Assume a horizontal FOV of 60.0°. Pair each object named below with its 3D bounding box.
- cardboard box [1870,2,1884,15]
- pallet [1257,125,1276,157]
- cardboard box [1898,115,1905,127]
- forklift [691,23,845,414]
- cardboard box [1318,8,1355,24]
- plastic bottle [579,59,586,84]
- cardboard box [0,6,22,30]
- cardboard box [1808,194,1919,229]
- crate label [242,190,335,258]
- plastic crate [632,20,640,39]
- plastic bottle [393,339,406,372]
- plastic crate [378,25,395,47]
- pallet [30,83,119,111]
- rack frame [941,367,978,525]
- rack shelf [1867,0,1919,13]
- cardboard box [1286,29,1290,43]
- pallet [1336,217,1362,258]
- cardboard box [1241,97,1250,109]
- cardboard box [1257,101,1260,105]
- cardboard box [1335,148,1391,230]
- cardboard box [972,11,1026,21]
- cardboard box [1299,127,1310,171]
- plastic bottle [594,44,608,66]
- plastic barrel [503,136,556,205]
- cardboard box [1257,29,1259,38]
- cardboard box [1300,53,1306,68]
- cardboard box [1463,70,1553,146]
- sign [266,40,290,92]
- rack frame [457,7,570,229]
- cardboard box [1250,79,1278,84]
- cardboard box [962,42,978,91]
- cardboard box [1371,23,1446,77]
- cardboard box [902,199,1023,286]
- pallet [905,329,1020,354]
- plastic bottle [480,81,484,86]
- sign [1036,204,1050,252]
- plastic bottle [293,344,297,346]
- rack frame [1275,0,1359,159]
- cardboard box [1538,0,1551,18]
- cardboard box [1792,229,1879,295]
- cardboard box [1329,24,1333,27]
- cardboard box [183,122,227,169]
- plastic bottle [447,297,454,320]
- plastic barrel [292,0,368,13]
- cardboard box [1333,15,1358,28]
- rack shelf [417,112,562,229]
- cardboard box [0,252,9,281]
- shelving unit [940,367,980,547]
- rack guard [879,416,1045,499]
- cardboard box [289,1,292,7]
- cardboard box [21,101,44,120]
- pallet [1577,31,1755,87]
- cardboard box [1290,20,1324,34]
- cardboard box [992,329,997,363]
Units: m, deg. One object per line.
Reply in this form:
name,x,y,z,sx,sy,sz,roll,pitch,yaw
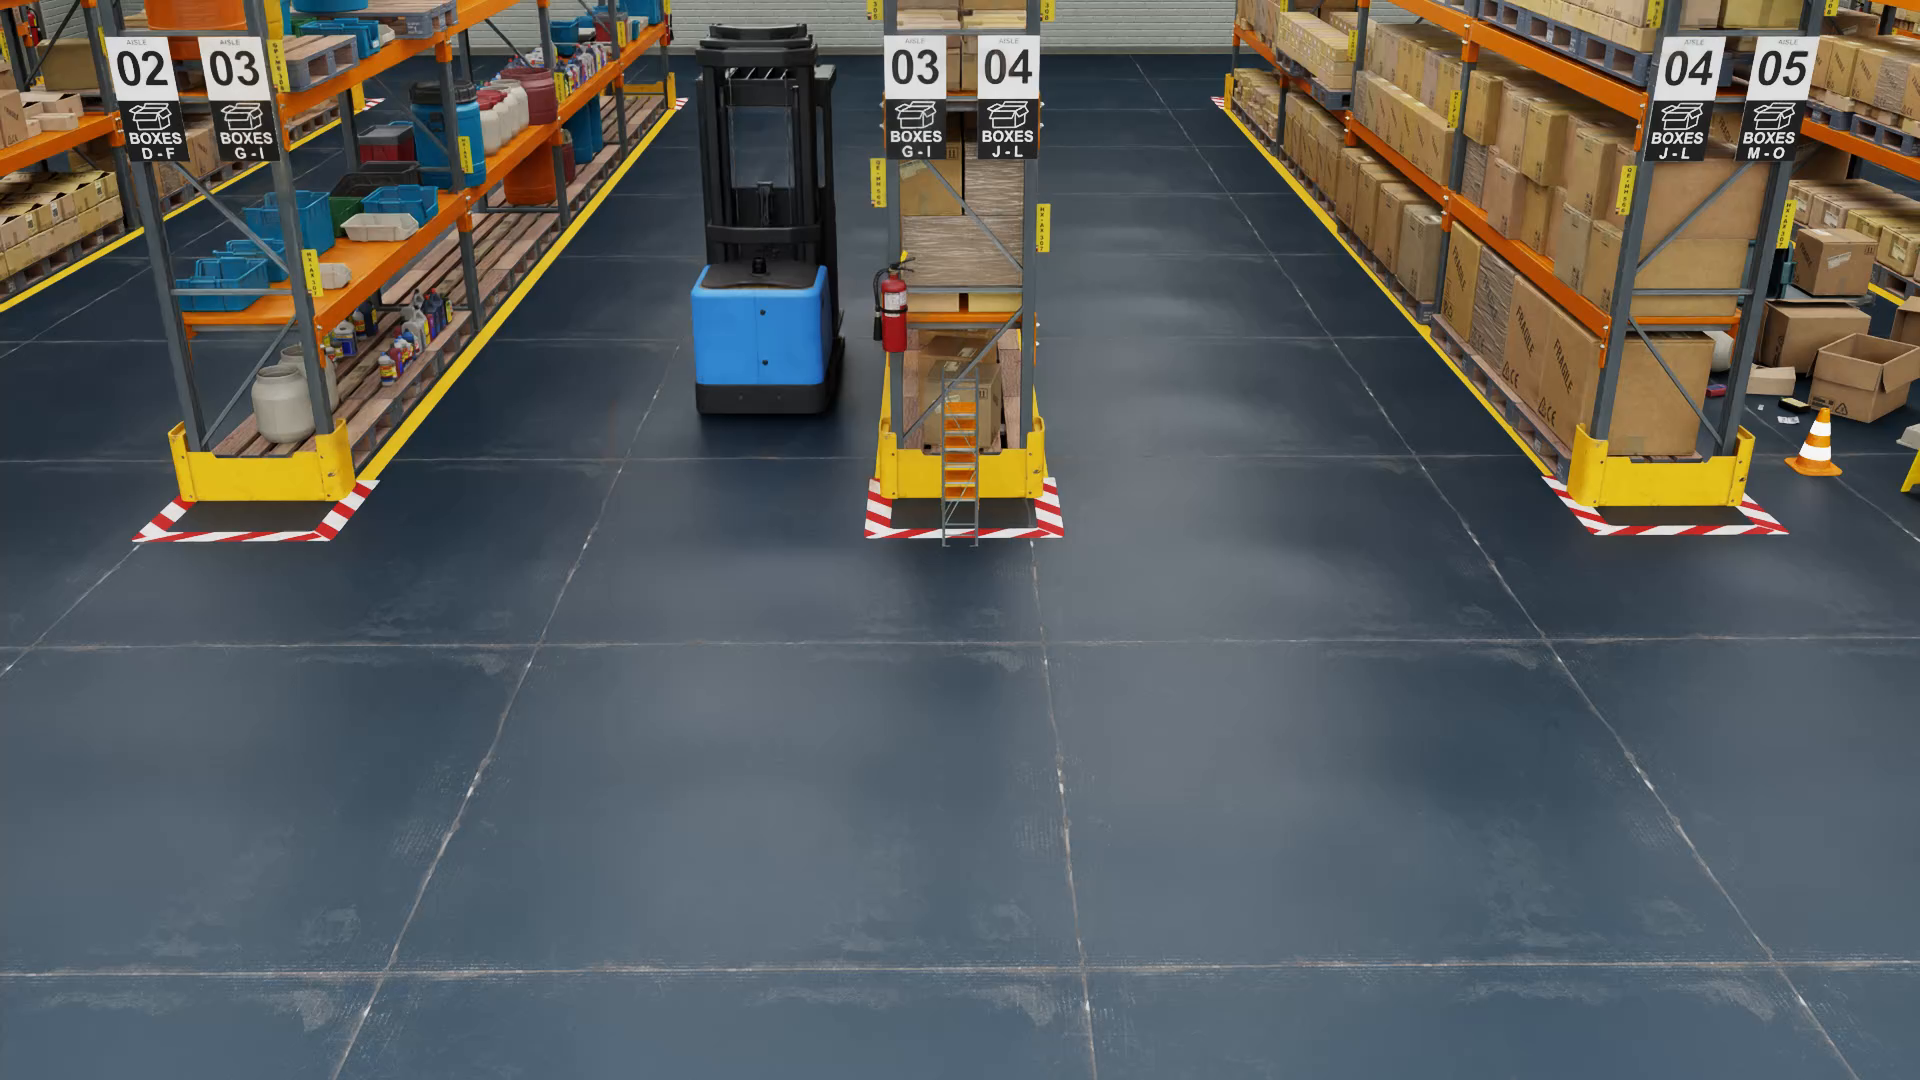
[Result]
cardboard box,14.446,-8.245,25.661,0.500,0.250,0.500,0,24,0
pallet,4.799,-5.636,23.456,1.003,0.211,1.213,0,24,-1
cardboard box,9.699,-4.215,16.724,0.380,0.149,0.250,-1,24,-2
forklift,-1.593,-2.907,14.120,1.130,2.935,3.031,0,24,0
cardboard box,5.088,-7.016,22.641,0.500,0.500,0.500,-1,24,-2
plastic bottle,-4.682,-5.809,20.595,0.061,0.283,0.133,0,24,-1
cardboard box,-15.006,-8.157,25.283,0.980,0.700,0.700,1,24,2
cardboard box,9.846,-3.503,18.034,0.950,0.372,0.625,-1,24,-2
crate label,-5.231,-2.456,12.997,0.502,0.435,0.616,0,24,-1
plastic crate,-4.836,-7.381,24.061,0.416,0.233,0.300,0,24,-1
plastic bottle,-4.653,-1.529,13.769,0.097,0.271,0.097,0,24,0
plastic crate,-4.562,-3.918,12.952,0.243,0.136,0.396,0,24,-1
pallet,-10.059,-5.150,19.229,1.213,0.211,1.003,0,24,-1
rack frame,-0.001,-0.578,11.073,0.240,1.200,0.006,0,24,-1
rack shelf,9.856,-5.261,16.474,1.077,0.370,4.000,0,24,-1
cardboard box,4.394,-6.465,21.339,0.380,0.149,0.250,0,24,1
pallet,4.819,-3.386,18.481,1.003,0.211,1.213,0,24,-1
cardboard box,4.471,-6.638,25.236,0.380,0.149,0.250,0,24,0
cardboard box,4.622,-6.549,24.679,0.380,0.149,0.250,1,24,2
cardboard box,4.802,-3.897,18.446,1.050,0.750,0.750,-1,24,-1
cardboard box,0.276,-3.623,11.678,0.380,0.149,0.250,1,24,2
cardboard box,4.611,-4.943,21.063,0.500,0.500,0.500,0,24,0
plastic bottle,-4.744,-6.410,21.933,0.152,0.276,0.135,0,24,-1
plastic barrel,-5.050,-4.383,19.425,0.600,0.830,0.708,0,24,-1
cardboard box,4.542,-7.386,24.246,0.380,0.149,0.250,1,24,1
cardboard box,4.405,-5.901,20.452,0.380,0.149,0.250,-1,24,-3
cardboard box,4.899,-3.742,14.391,0.875,0.550,0.550,0,24,-1
sign,-4.390,-3.054,10.711,0.100,0.325,0.005,0,24,-1
rack frame,-5.028,-4.979,18.619,1.000,3.000,0.127,0,24,-1
cardboard box,4.541,-6.791,24.853,0.380,0.149,0.250,1,24,2
cardboard box,0.265,-3.203,11.233,0.500,0.250,0.500,0,24,1
cardboard box,4.880,-5.298,17.989,0.700,0.500,0.500,0,24,-1
cardboard box,0.033,-2.113,11.799,0.875,0.500,0.500,0,24,-1
pallet,0.011,-1.806,14.987,1.003,0.211,1.213,0,24,-1
plastic bottle,-5.459,-5.091,19.007,0.061,0.283,0.133,0,24,-1
sign,0.555,-2.102,11.206,0.100,0.325,0.005,0,24,-1
plastic bottle,-5.419,-1.448,13.574,0.061,0.283,0.133,0,24,1
rack frame,4.842,-6.630,22.269,1.000,3.000,0.127,0,24,-1
cardboard box,4.610,-4.044,12.586,0.380,0.149,0.250,0,24,0
cardboard box,8.098,-2.583,15.436,0.500,0.500,0.500,0,24,-1
cardboard box,5.044,-6.679,21.813,0.380,0.149,0.250,0,24,1
cardboard box,-9.731,-5.056,21.288,0.500,0.500,0.500,0,24,0
plastic bottle,-4.669,-2.108,15.133,0.097,0.201,0.097,0,24,0
plastic barrel,-5.080,-4.707,13.258,0.600,0.901,0.708,0,24,-1
cardboard box,5.045,-6.703,21.503,0.380,0.149,0.250,-1,24,-2
rack shelf,-5.006,-3.827,16.945,1.077,0.370,4.000,0,24,-1
cardboard box,-9.698,-2.626,16.244,0.500,0.250,0.500,0,24,1
shelving unit,0.000,-0.541,10.989,0.258,1.200,0.189,0,24,-1
rack guard,0.011,-0.597,11.964,1.175,0.500,0.348,0,24,-1
cardboard box,-9.760,-7.727,23.361,0.500,0.500,0.500,-1,24,-2
cardboard box,-10.165,-4.548,17.774,0.500,0.311,0.500,-1,24,-1
pallet,4.954,-3.317,11.412,1.003,0.211,1.213,0,24,-1
cardboard box,4.396,-6.490,21.034,0.380,0.149,0.250,-1,24,-1
cardboard box,0.032,-1.749,14.001,0.500,0.500,0.500,-2,24,-5
